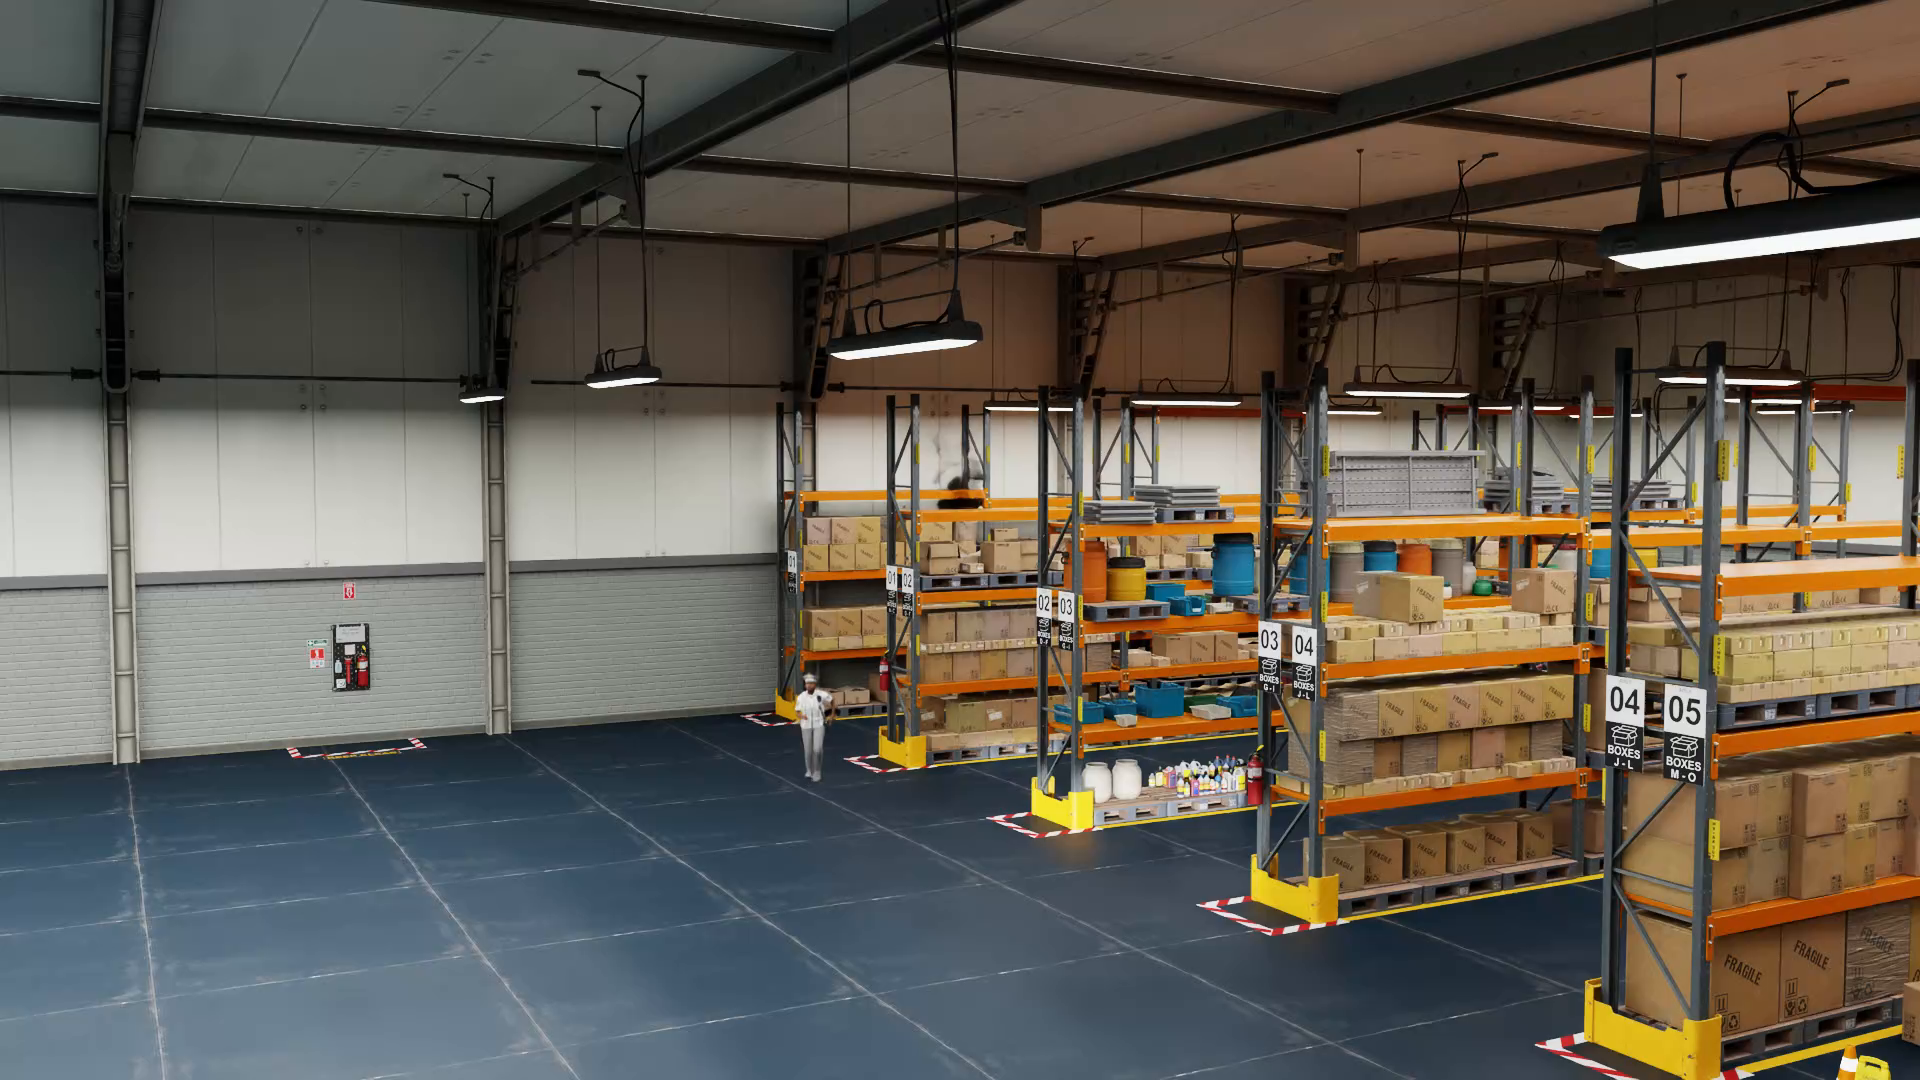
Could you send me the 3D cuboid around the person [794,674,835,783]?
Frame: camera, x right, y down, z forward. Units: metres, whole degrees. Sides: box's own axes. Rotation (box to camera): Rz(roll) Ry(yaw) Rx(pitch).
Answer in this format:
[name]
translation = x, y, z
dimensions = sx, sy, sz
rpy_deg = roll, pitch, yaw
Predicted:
[person]
translation = -2.226, 2.873, 25.471
dimensions = 0.592, 1.670, 0.829
rpy_deg = 0, 3, 3
